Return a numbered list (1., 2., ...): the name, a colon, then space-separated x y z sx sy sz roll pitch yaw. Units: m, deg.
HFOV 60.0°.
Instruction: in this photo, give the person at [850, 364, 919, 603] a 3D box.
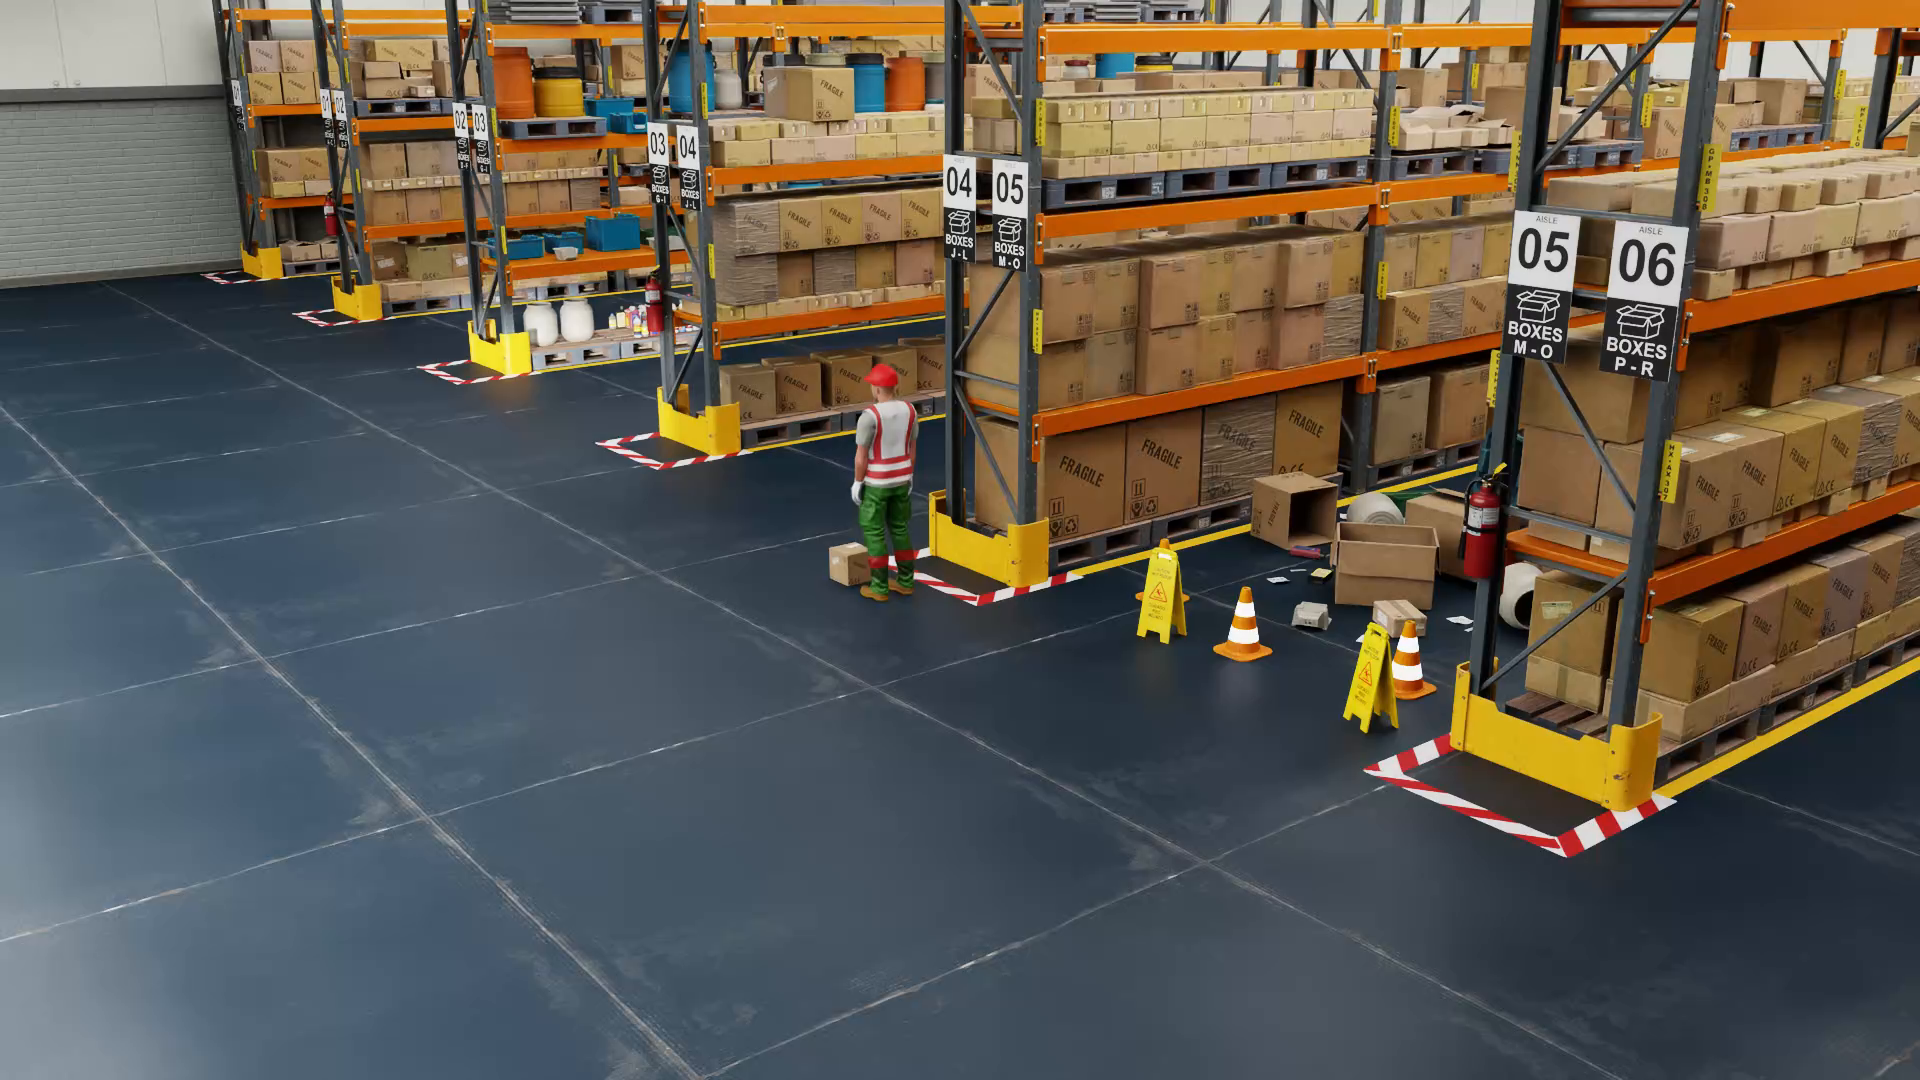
1. person: -0.563 -0.429 12.376 0.526 1.783 0.345 -13 22 -35
